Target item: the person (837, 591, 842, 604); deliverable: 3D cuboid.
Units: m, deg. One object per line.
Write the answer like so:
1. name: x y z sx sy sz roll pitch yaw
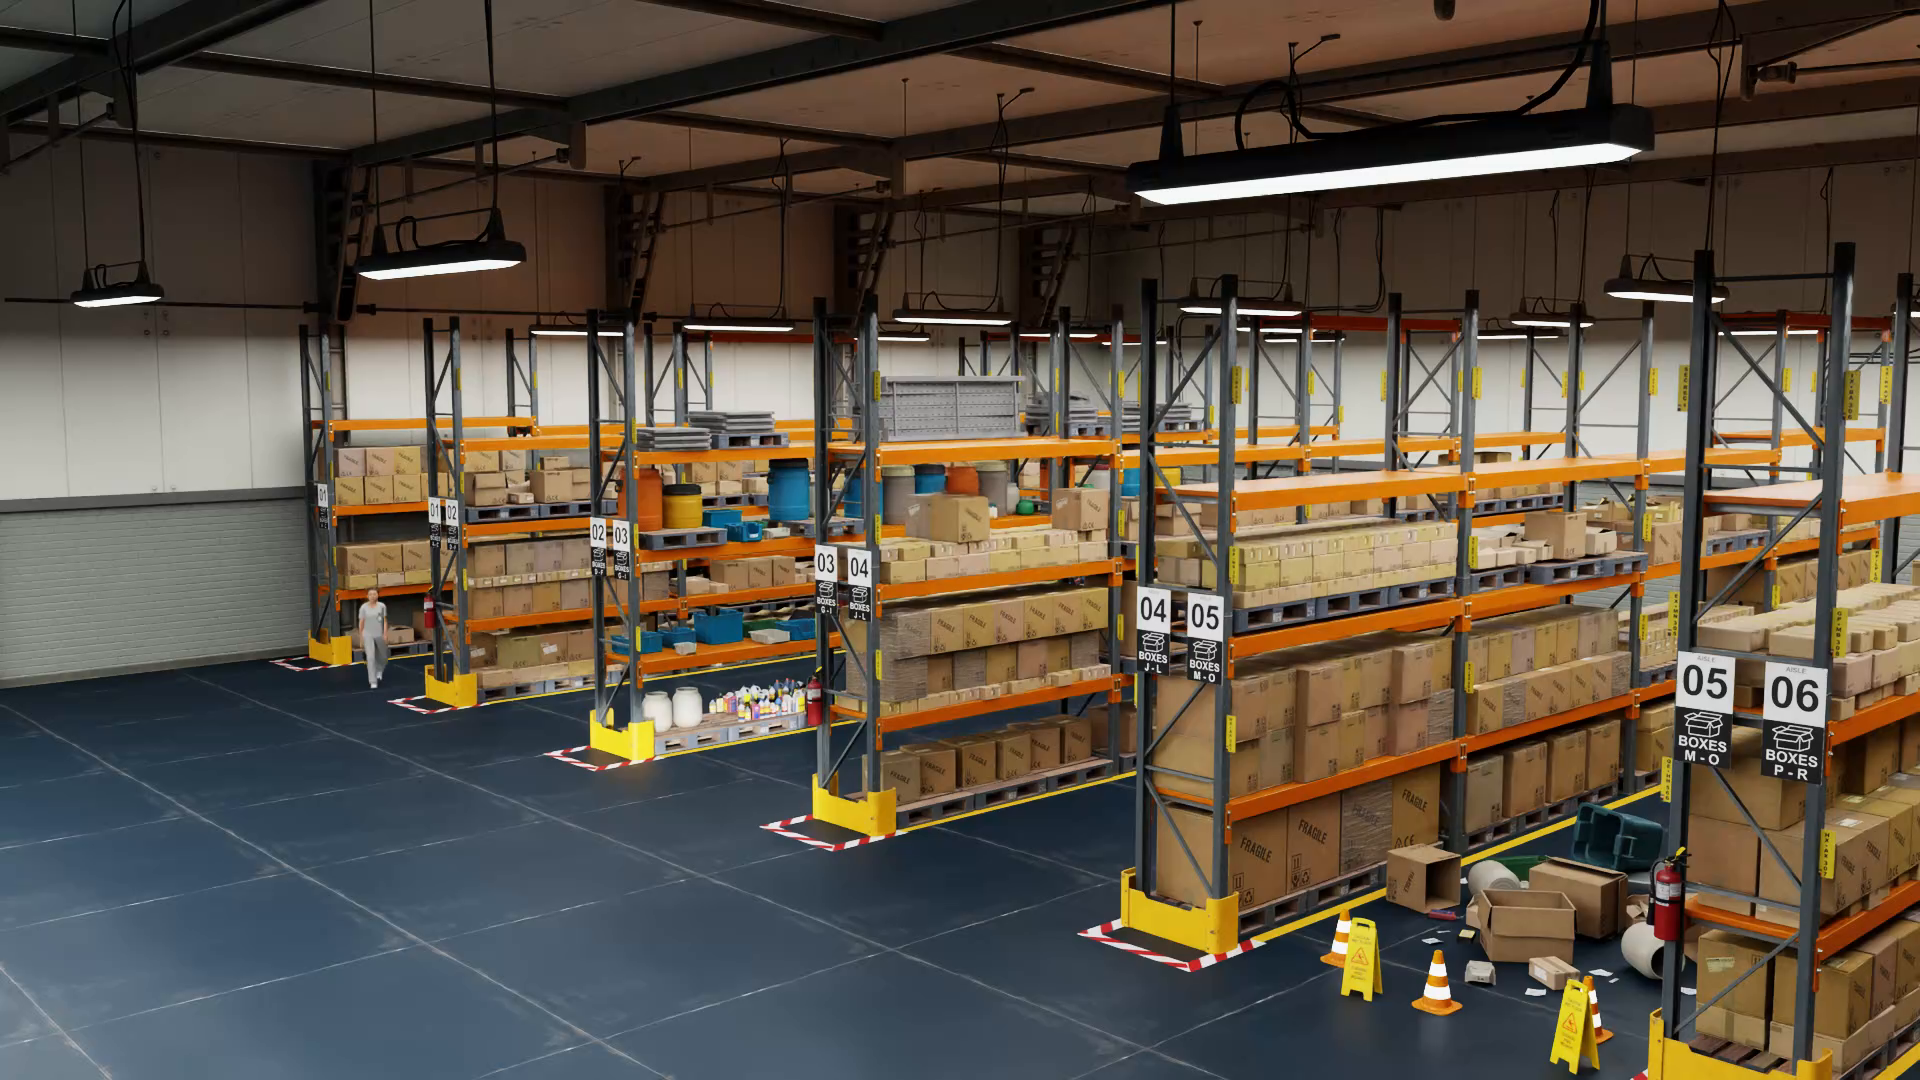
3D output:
1. person: -2.663 0.887 34.535 0.437 1.598 0.455 -1 6 -12

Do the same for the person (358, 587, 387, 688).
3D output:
1. person: -9.645 1.579 27.306 0.446 1.641 0.822 -3 6 -24
